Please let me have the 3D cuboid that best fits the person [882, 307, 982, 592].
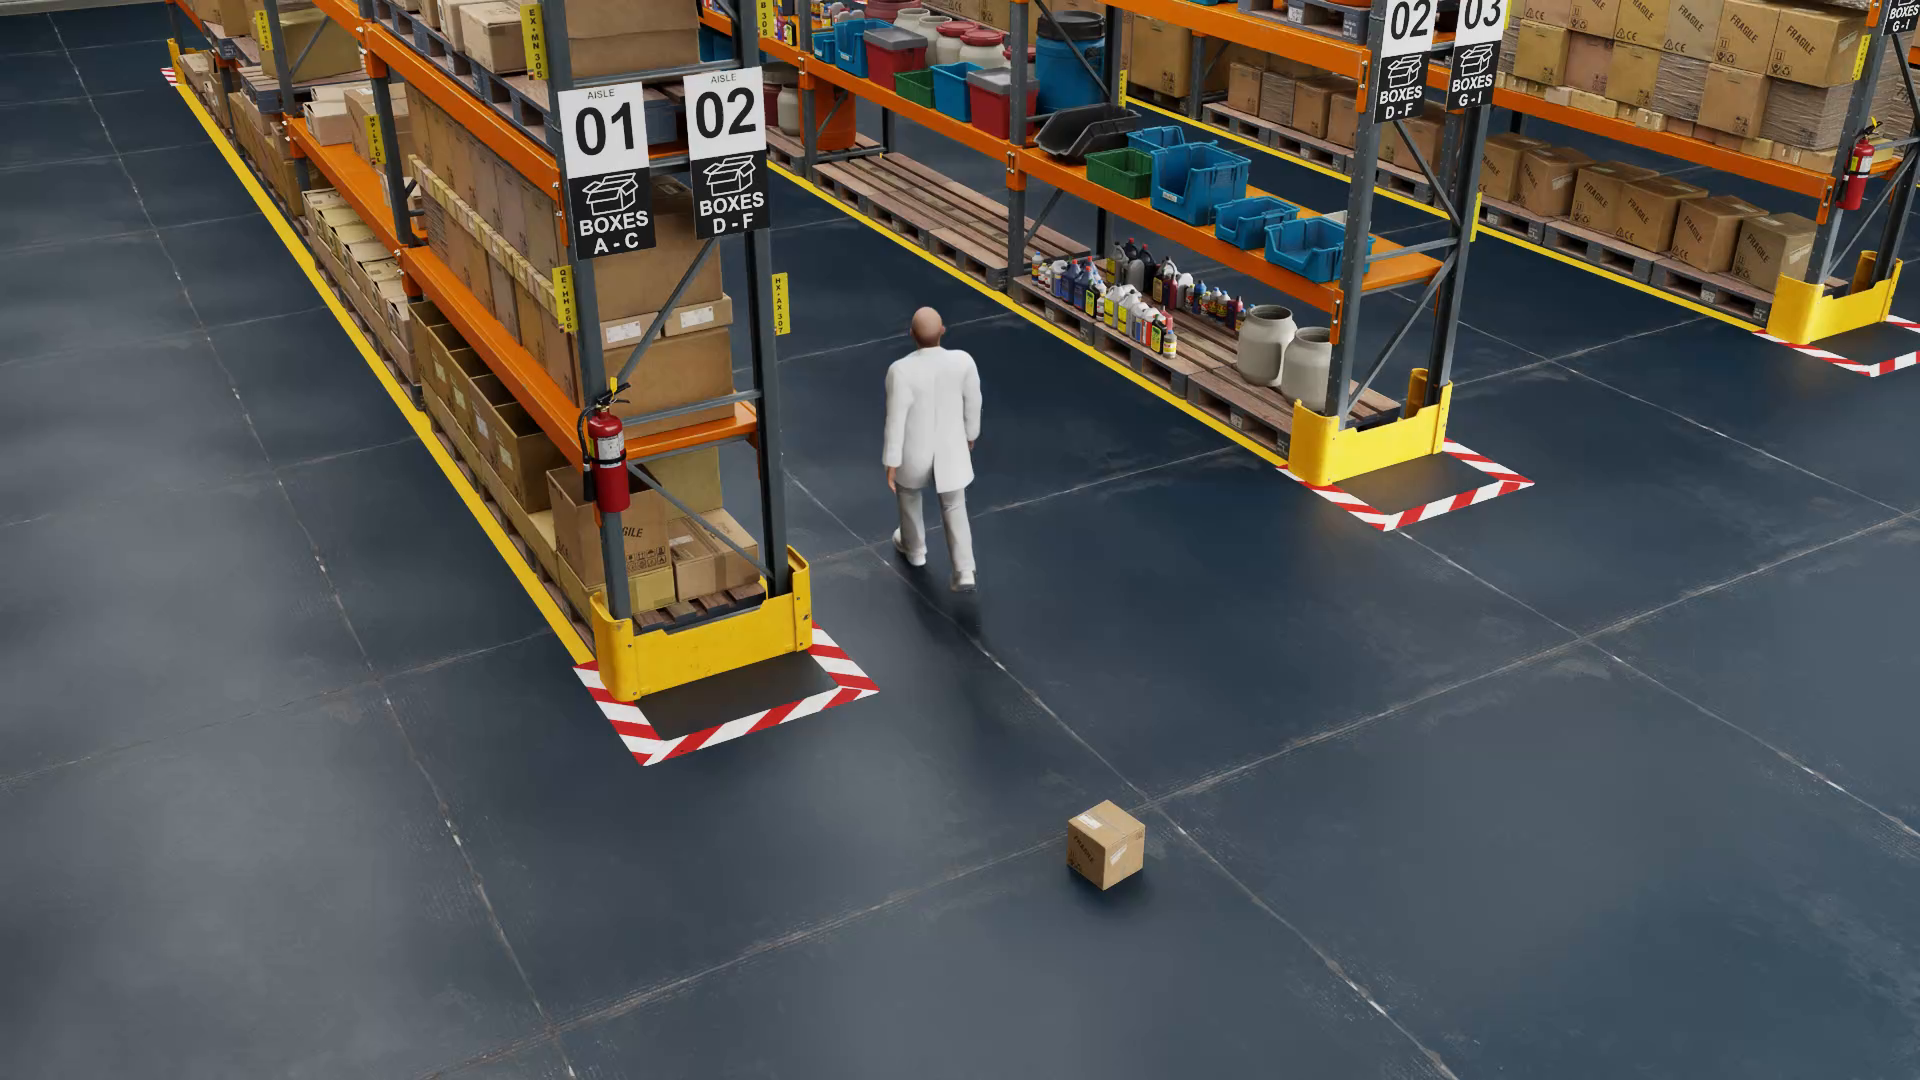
[{"bbox_3d":[-0.166,-0.531,9.553,0.618,1.732,1.042,-7,29,-12],"label":"person"}]
